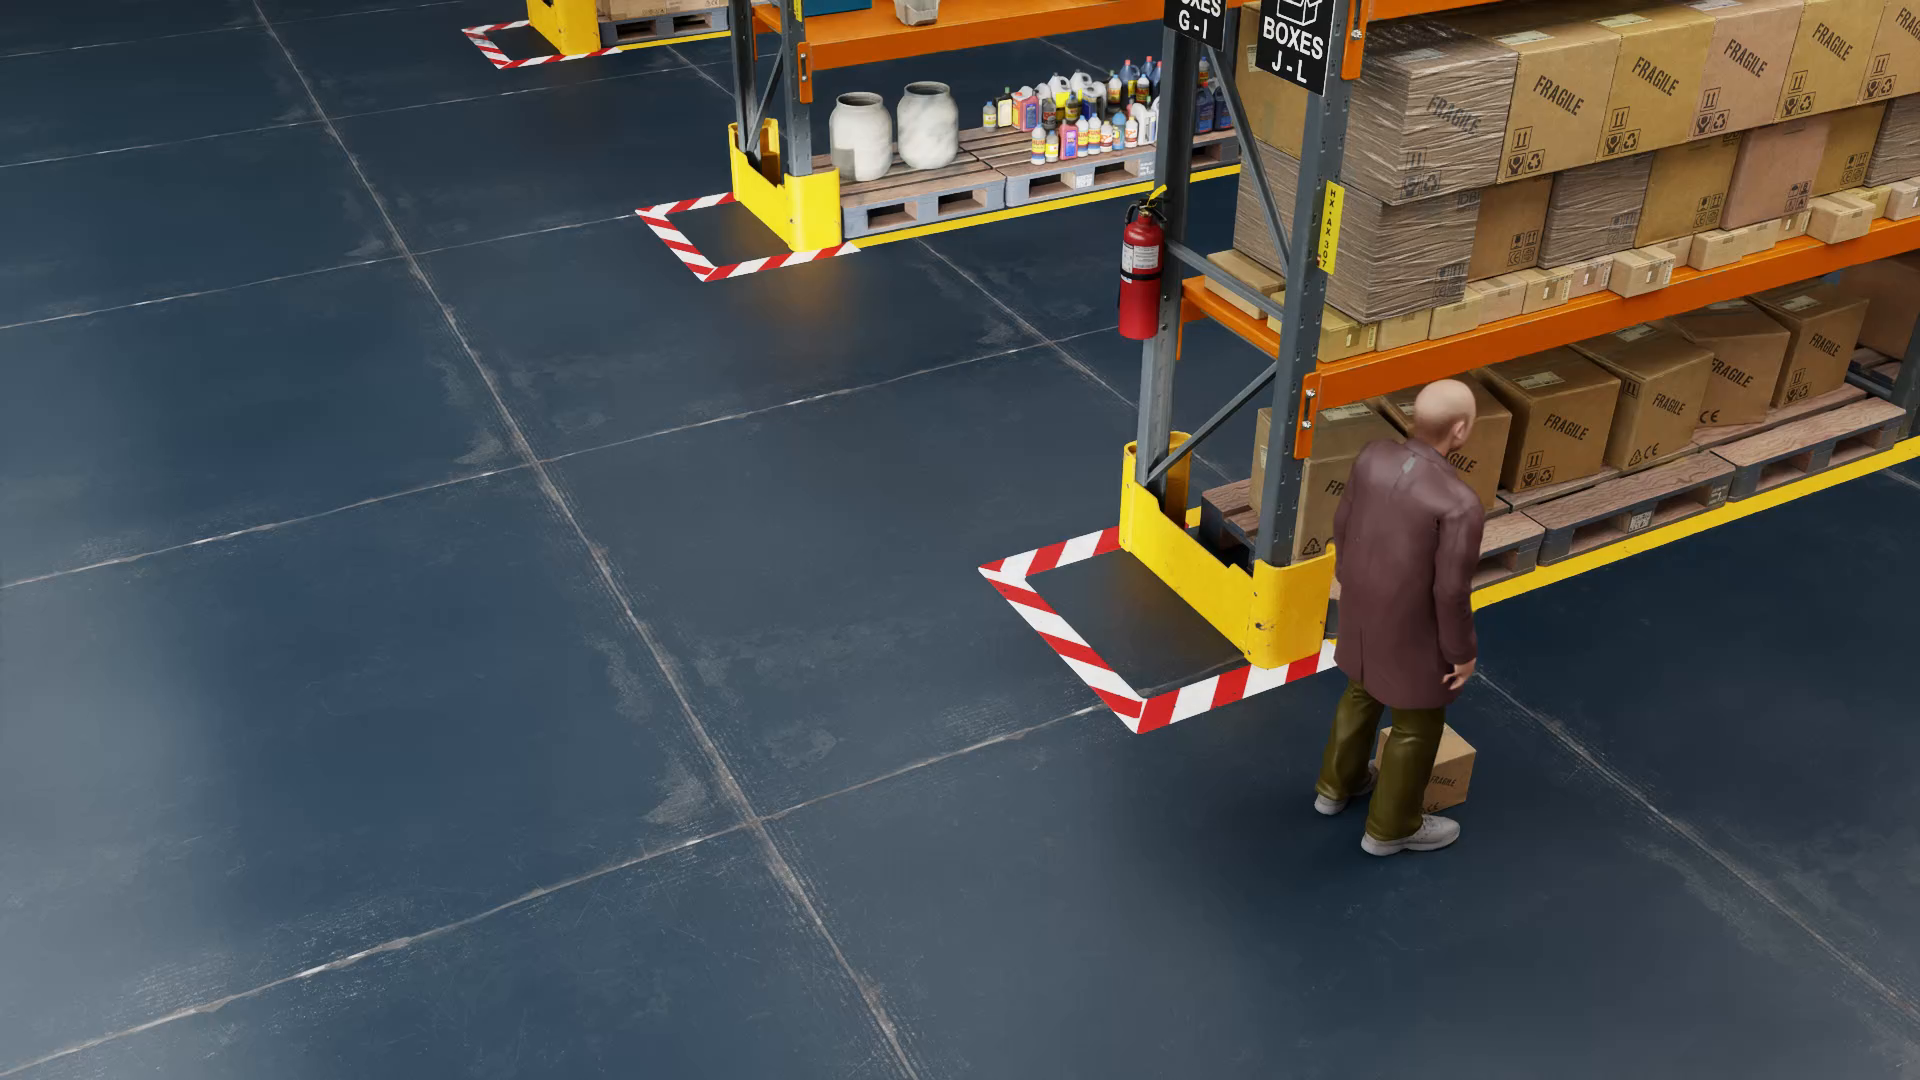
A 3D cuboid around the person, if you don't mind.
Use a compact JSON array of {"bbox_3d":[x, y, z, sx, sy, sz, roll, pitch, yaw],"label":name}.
[{"bbox_3d":[1.520,0.270,5.731,0.418,1.774,0.650,-17,36,-24],"label":"person"}]
